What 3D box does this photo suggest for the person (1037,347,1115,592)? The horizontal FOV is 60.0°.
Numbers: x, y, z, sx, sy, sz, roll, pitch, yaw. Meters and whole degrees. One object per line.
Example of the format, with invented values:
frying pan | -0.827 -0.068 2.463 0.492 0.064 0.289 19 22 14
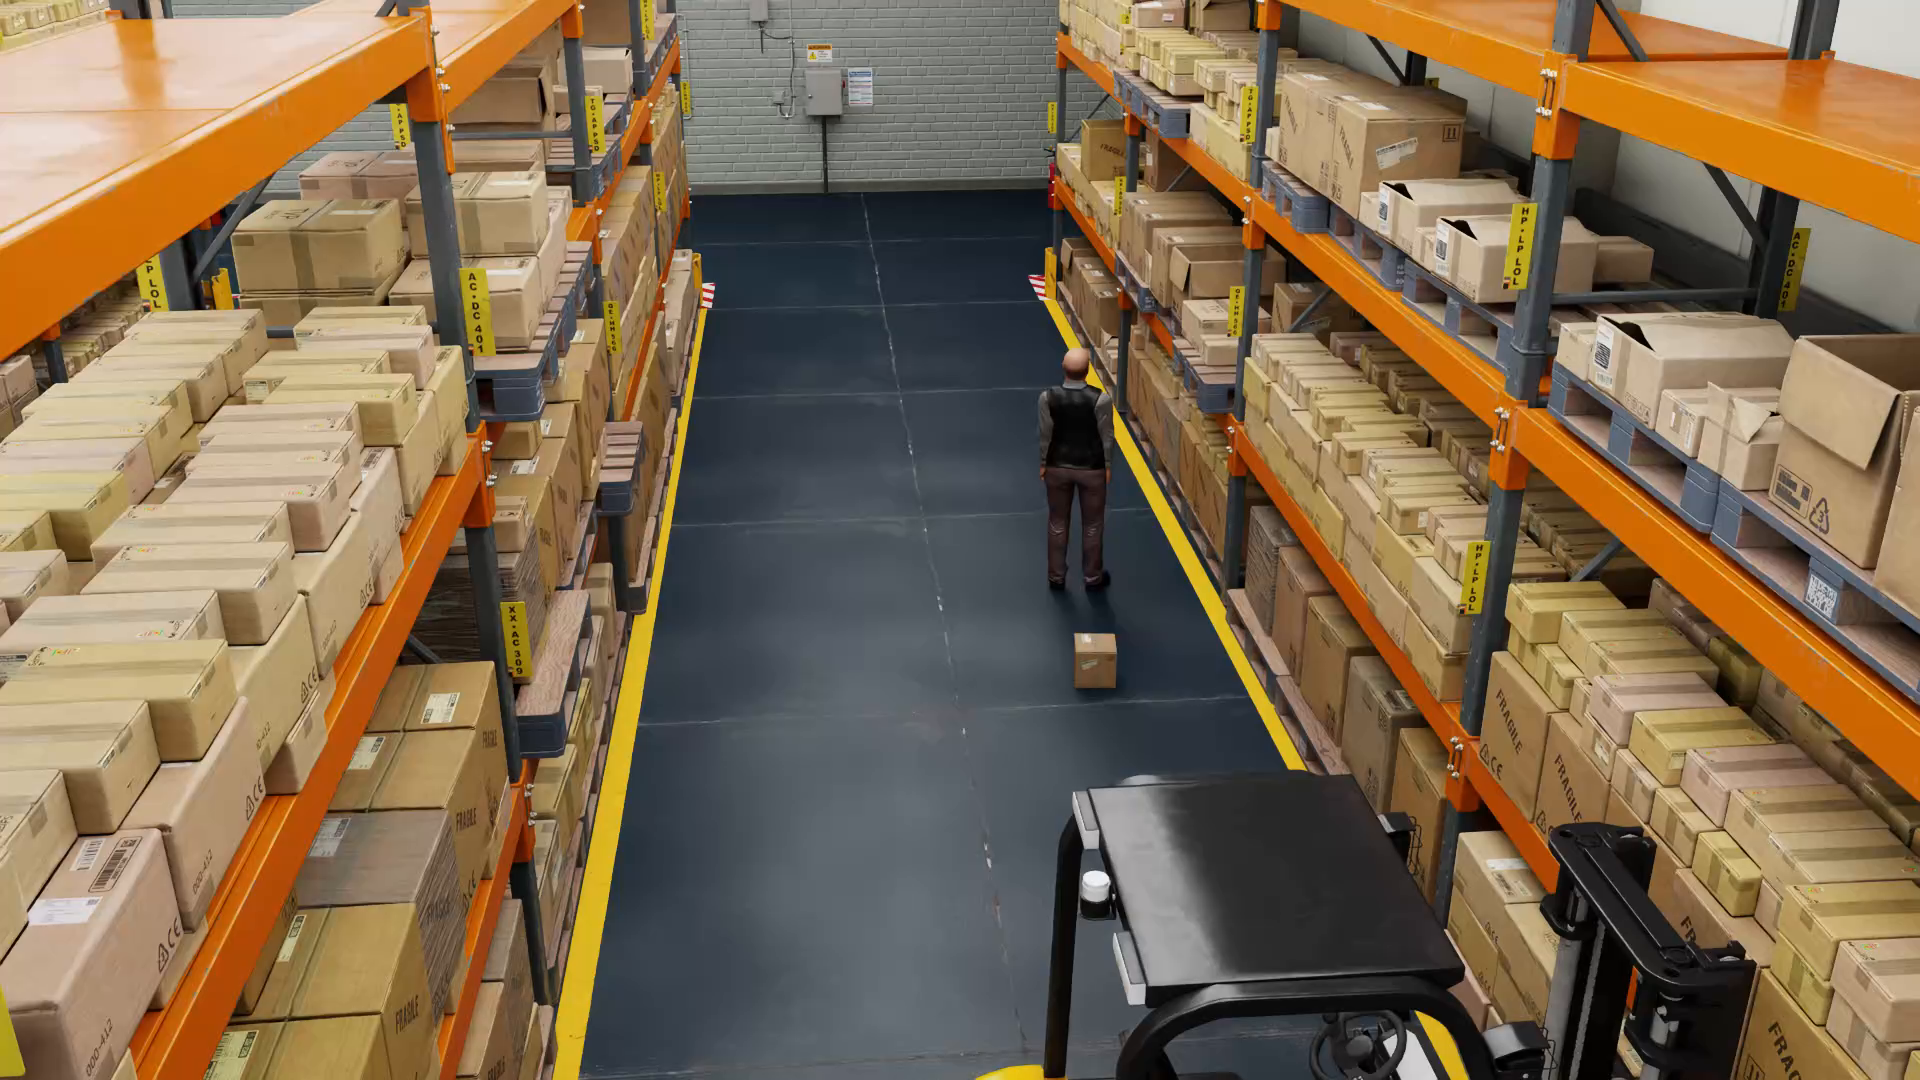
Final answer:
person | 0.780 -0.479 11.230 0.524 1.723 0.368 5 24 10
